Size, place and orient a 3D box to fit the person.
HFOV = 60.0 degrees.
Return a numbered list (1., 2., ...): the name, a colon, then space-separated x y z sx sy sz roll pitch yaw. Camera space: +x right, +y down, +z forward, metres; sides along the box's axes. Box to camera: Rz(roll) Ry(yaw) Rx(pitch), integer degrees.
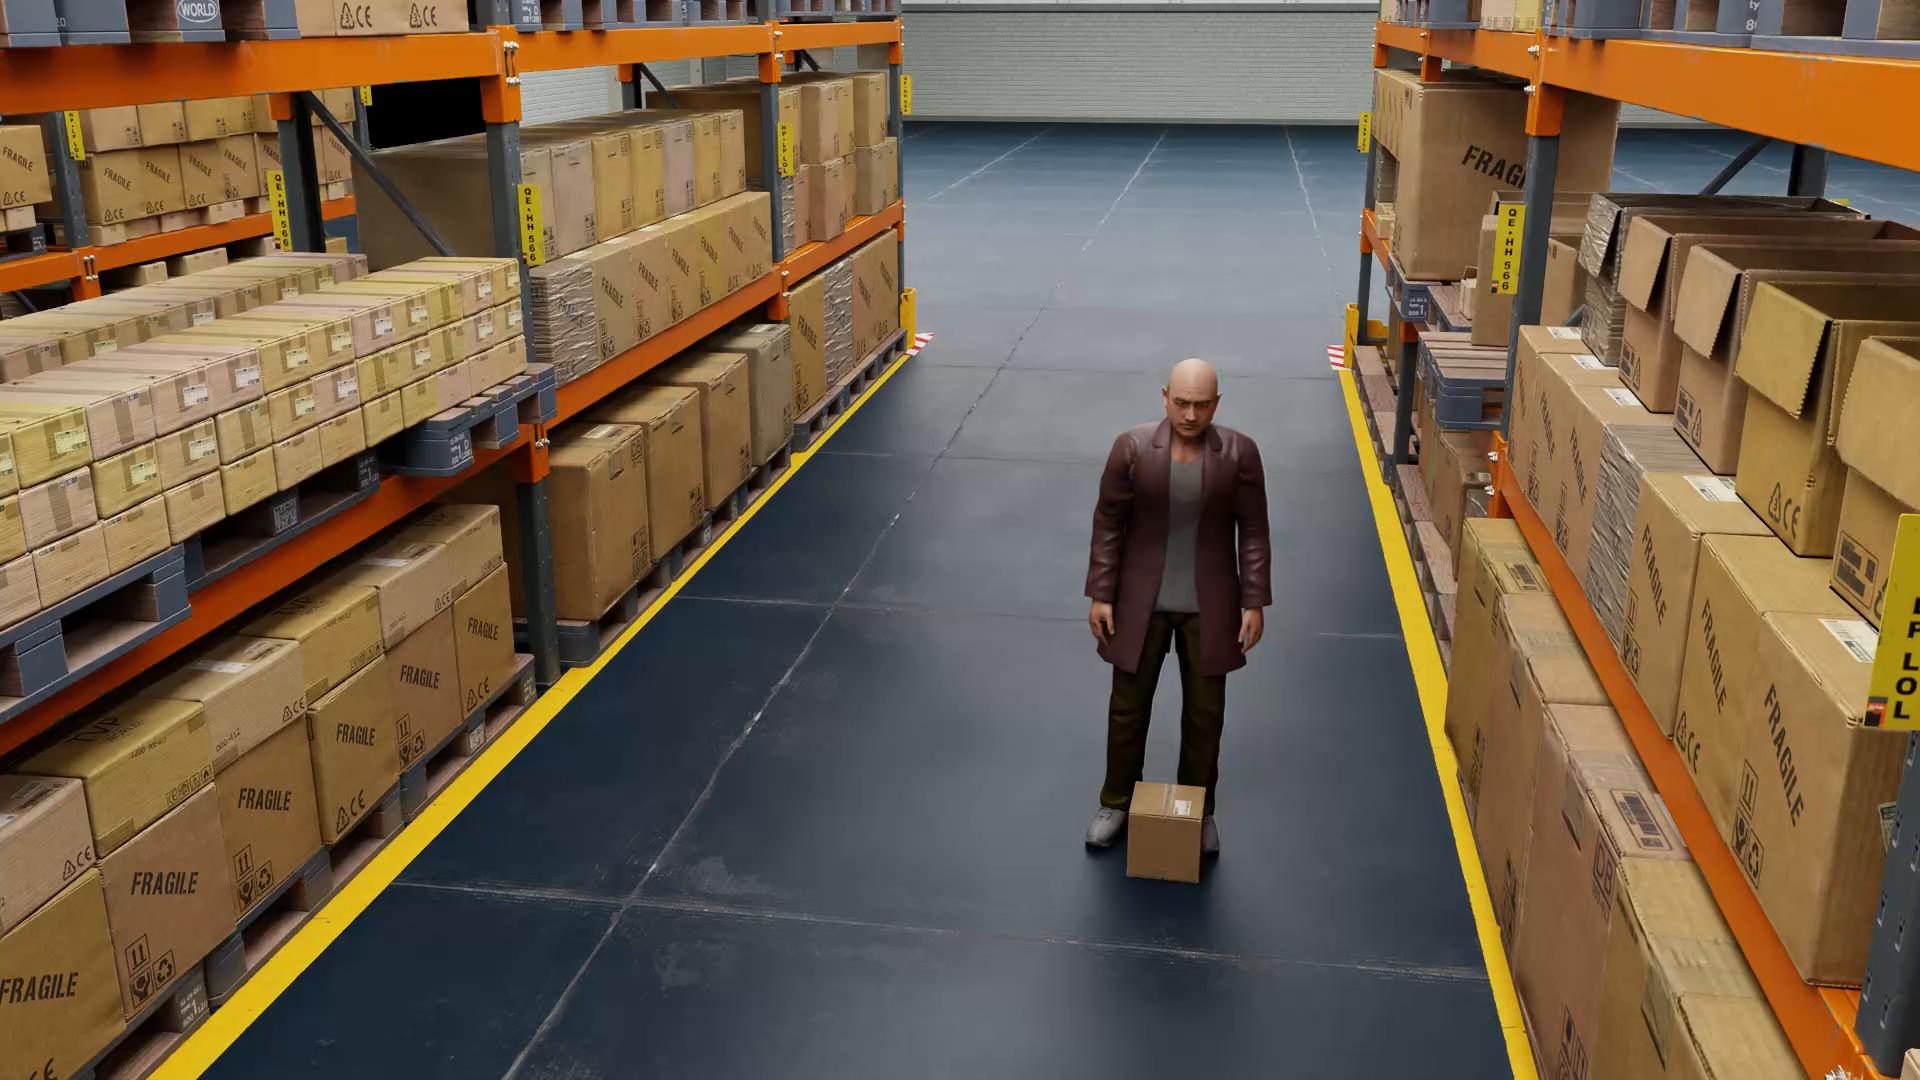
1. person: 0.765 0.228 5.859 0.656 1.774 0.416 2 18 7
